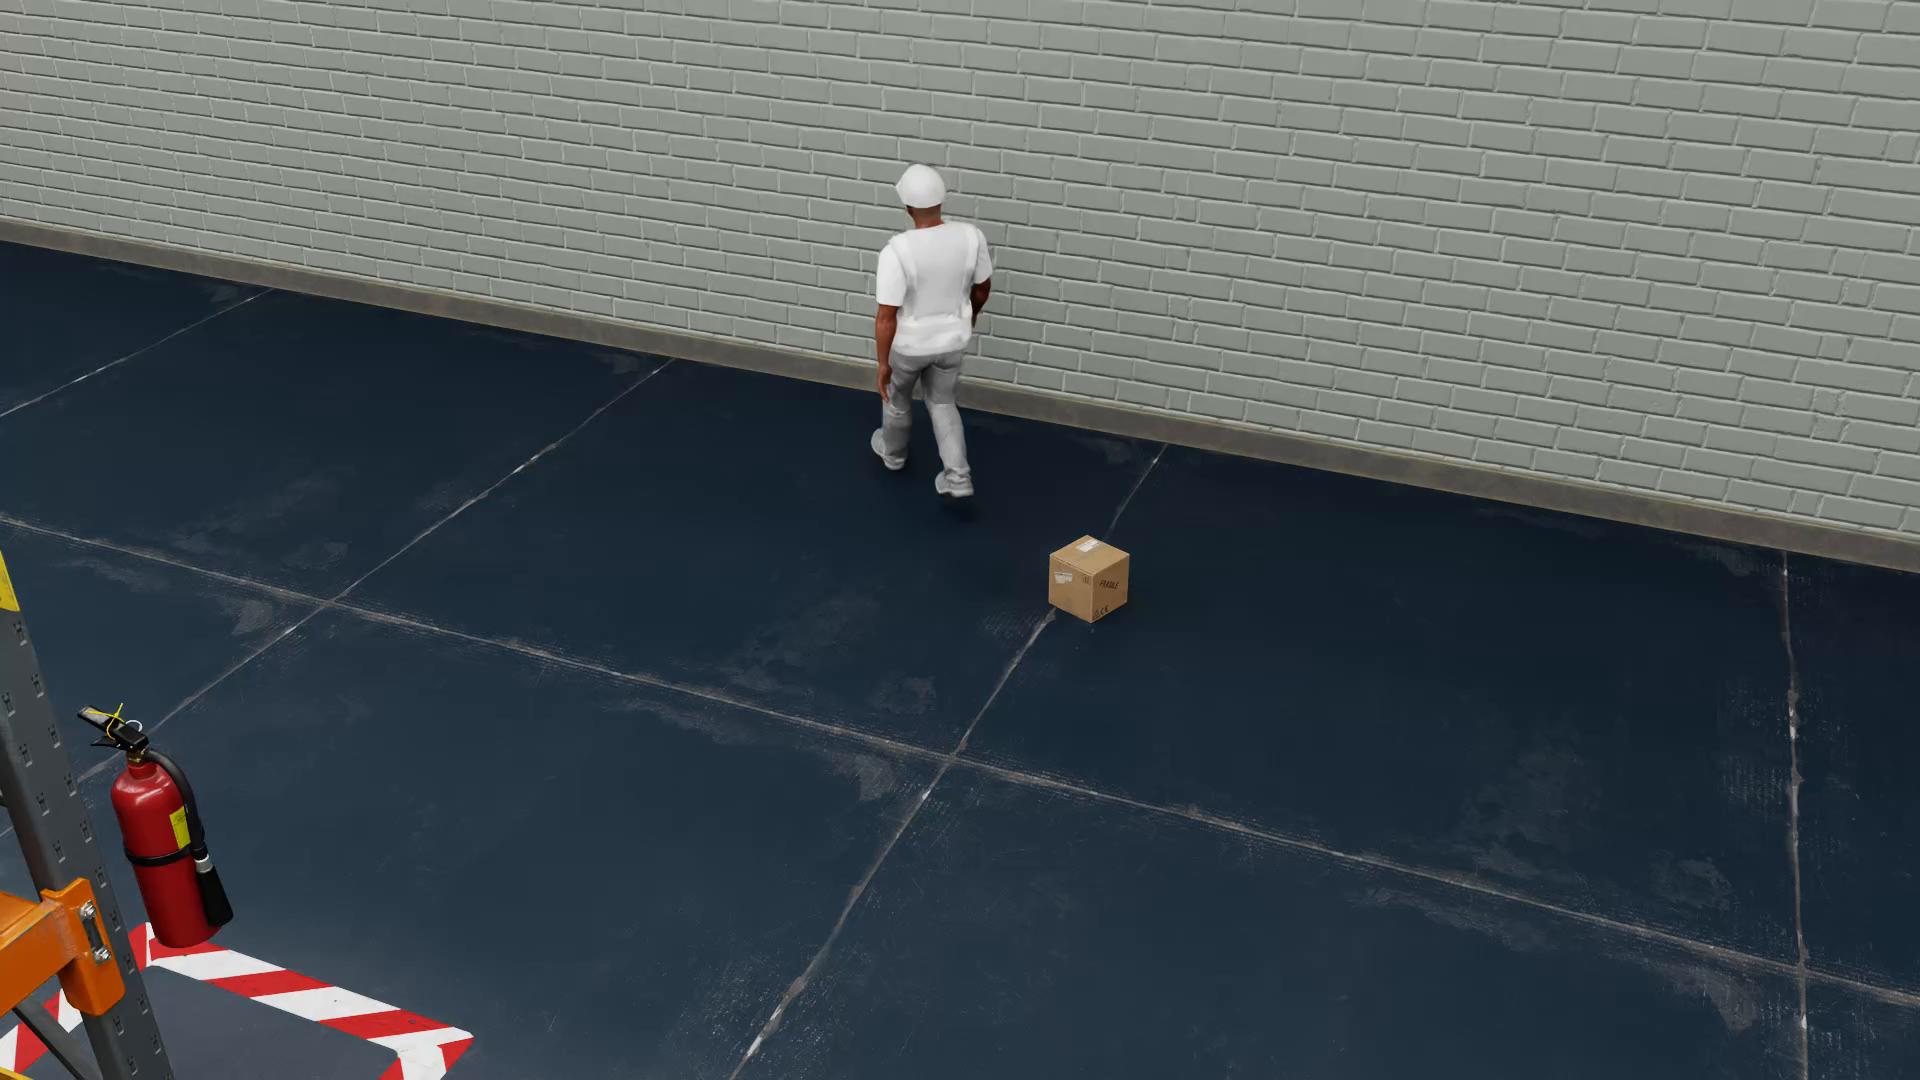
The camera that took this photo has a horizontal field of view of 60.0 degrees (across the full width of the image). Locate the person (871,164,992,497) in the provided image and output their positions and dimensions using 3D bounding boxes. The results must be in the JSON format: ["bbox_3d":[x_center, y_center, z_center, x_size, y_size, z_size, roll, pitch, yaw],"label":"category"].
[{"bbox_3d":[-0.197,-1.024,7.983,0.622,1.696,0.933,-11,31,-18],"label":"person"}]
